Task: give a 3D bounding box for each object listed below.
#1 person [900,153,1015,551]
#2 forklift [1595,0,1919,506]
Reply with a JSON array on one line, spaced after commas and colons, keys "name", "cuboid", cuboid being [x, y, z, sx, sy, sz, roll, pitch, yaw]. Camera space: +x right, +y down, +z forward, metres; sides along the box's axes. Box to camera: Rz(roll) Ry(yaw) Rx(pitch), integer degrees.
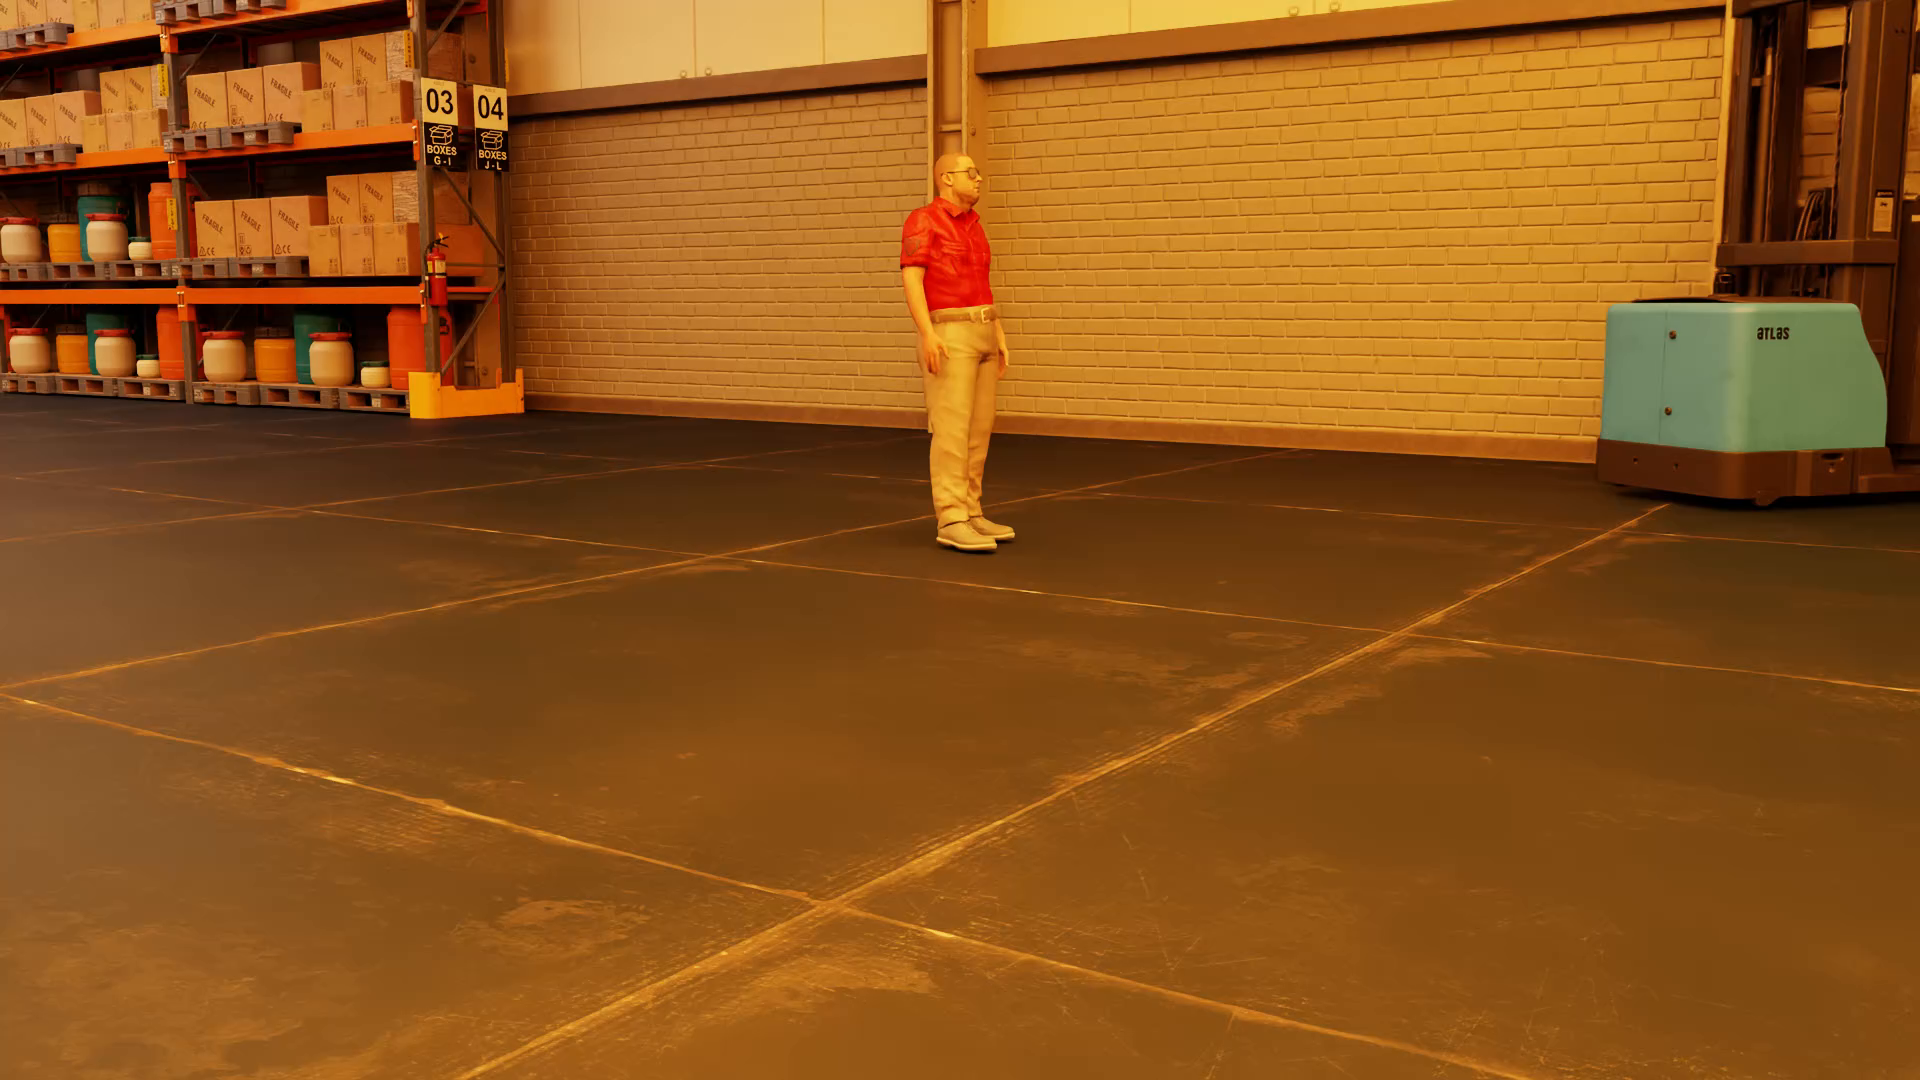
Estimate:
[{"name": "person", "cuboid": [0.068, -0.856, 7.421, 0.550, 1.728, 0.641, 5, 10, 34]}, {"name": "forklift", "cuboid": [5.186, -1.729, 9.352, 3.031, 2.935, 1.130, -3, 9, -20]}]
